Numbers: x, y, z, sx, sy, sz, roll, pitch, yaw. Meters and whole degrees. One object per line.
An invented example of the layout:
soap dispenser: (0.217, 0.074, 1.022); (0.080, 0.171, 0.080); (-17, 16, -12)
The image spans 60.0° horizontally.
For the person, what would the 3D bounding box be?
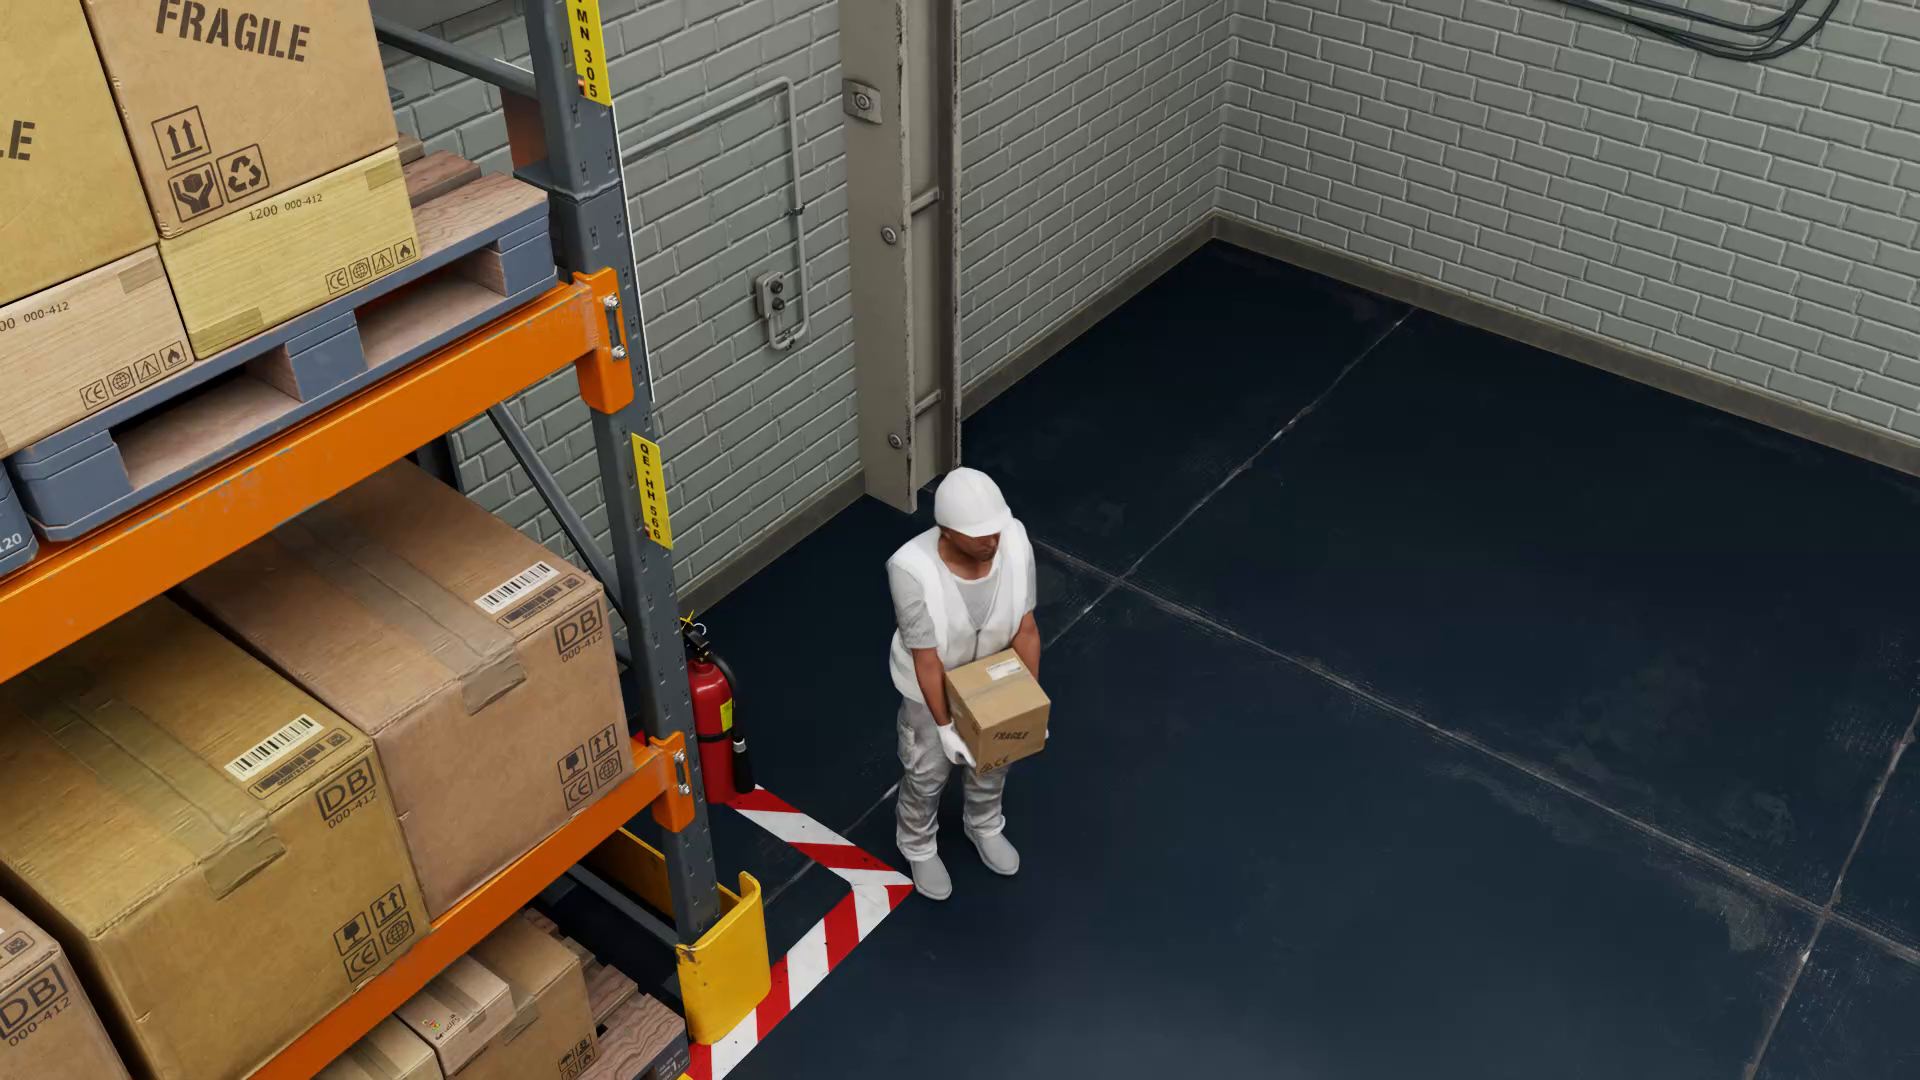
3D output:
person: (0.041, 0.513, 5.498); (0.490, 1.776, 0.595); (-17, 42, -20)
